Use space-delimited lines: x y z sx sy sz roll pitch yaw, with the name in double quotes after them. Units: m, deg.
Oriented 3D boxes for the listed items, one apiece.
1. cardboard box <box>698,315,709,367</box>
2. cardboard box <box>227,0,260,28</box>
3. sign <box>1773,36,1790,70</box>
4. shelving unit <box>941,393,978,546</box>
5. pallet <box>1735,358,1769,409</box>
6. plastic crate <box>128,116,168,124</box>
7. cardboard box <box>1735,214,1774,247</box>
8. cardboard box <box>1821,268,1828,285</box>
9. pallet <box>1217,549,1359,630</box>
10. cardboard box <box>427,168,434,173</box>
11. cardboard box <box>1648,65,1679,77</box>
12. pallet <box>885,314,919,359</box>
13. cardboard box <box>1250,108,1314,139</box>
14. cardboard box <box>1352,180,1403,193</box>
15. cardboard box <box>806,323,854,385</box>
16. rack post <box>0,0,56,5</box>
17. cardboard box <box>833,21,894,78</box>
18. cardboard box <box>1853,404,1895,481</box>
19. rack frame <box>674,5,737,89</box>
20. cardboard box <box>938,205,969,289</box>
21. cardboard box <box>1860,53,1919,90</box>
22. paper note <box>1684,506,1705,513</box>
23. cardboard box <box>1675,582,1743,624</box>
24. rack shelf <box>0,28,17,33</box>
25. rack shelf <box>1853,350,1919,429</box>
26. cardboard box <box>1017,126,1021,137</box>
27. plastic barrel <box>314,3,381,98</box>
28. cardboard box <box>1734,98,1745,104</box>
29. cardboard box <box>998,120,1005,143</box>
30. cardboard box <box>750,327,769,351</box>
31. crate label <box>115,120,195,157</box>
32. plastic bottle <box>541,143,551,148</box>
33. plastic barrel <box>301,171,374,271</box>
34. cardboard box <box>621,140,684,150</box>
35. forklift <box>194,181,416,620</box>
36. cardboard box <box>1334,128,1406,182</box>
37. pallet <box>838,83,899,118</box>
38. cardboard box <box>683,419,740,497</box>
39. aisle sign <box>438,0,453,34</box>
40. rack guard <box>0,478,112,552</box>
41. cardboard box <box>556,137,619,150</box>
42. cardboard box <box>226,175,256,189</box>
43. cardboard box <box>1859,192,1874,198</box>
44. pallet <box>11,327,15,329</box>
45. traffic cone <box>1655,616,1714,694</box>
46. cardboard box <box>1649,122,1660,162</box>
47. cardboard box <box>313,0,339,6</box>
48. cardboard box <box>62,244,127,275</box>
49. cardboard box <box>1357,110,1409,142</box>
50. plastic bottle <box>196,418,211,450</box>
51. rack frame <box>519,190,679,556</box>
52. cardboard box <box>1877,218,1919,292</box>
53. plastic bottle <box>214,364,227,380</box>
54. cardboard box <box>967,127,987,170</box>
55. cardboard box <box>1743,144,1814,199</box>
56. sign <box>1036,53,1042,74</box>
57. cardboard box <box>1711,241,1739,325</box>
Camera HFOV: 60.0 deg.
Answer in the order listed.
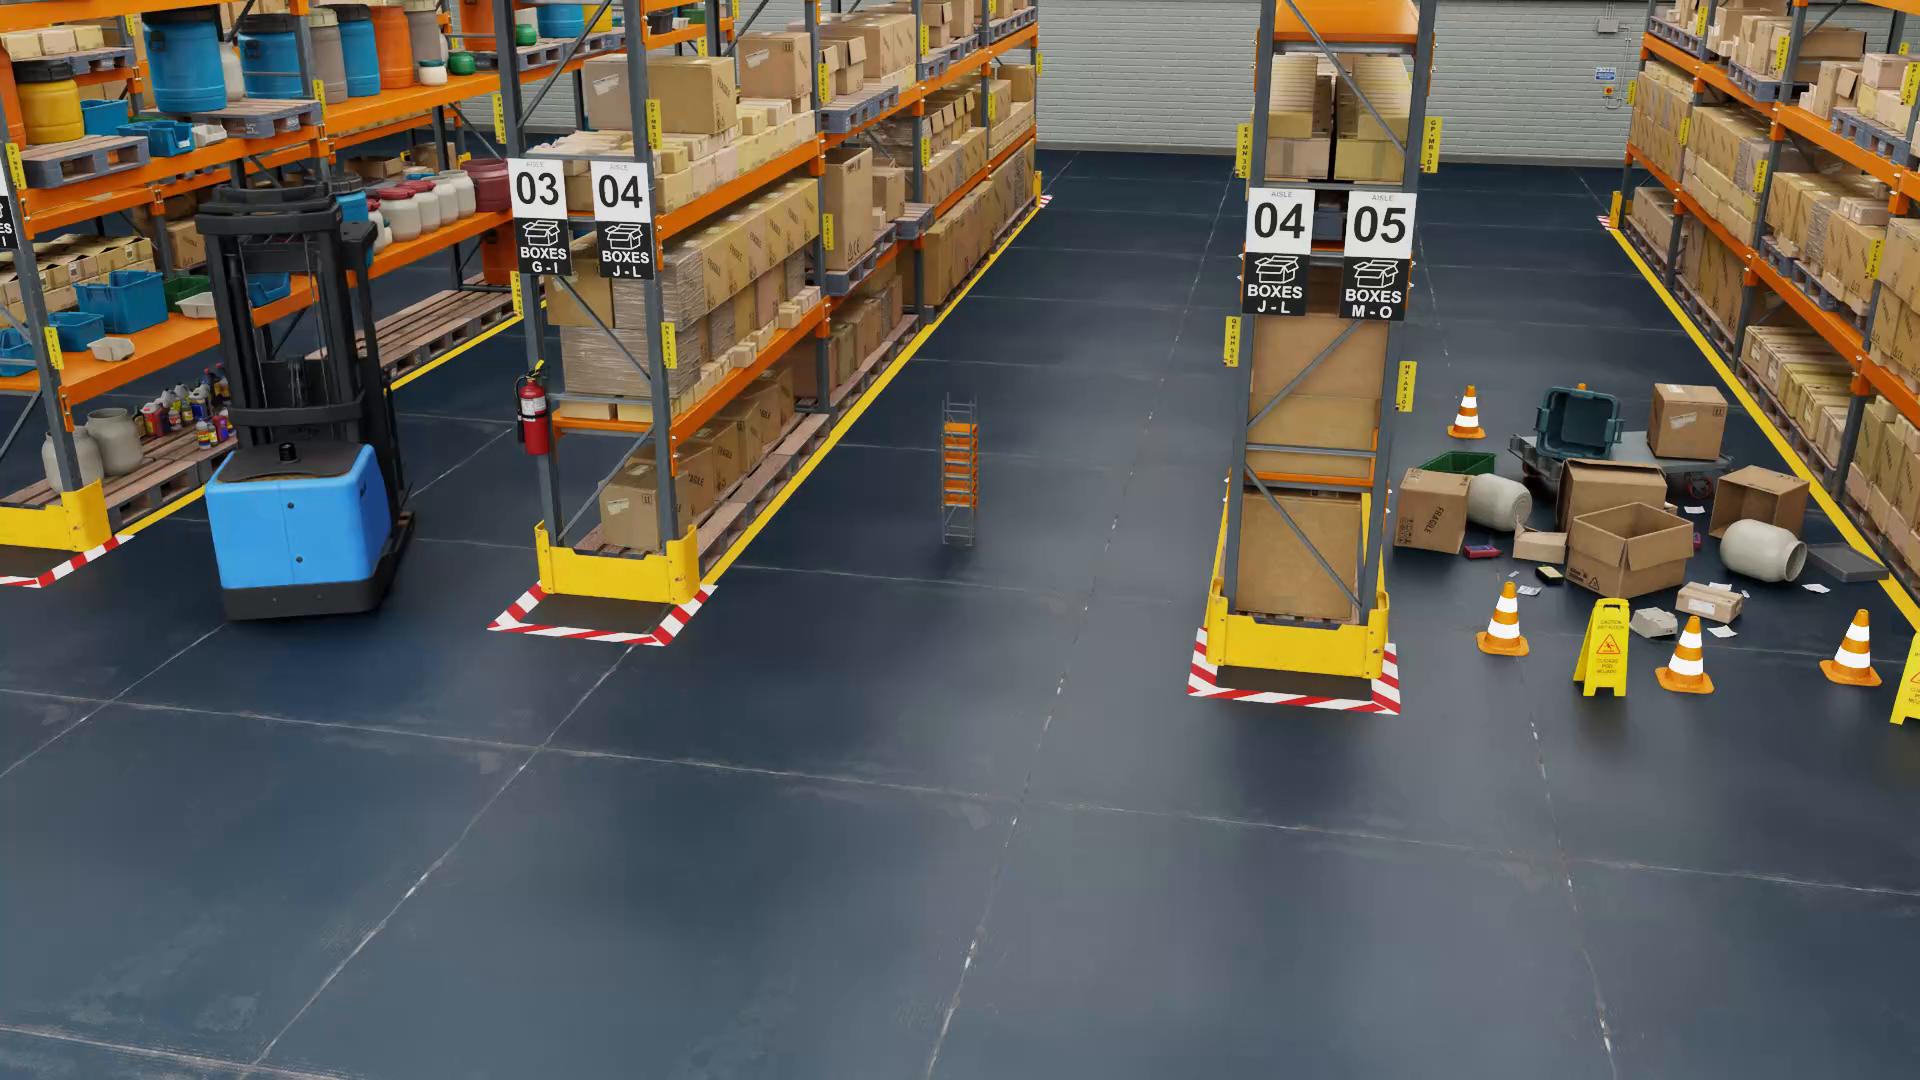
-2.434 -1.567 12.728 0.875 0.500 0.500 4 22 11 "cardboard box"
-10.095 -7.391 22.876 0.600 0.600 0.600 4 22 10 "cardboard box"
8.234 -4.876 16.661 0.100 0.325 0.005 4 22 11 "sign"
-0.003 -0.551 13.147 0.258 1.200 0.189 4 22 11 "shelving unit"
8.615 -1.583 17.032 1.003 0.211 1.213 4 22 11 "pallet"
-7.179 -3.569 14.500 0.336 0.188 0.450 4 22 11 "plastic crate"
8.625 -3.297 17.757 0.500 0.250 0.500 4 22 9 "cardboard box"
8.017 -2.359 15.000 0.380 0.149 0.250 4 22 11 "cardboard box"
2.364 0.418 12.063 1.003 0.211 1.213 4 22 11 "pallet"
-9.031 -6.131 27.795 0.380 0.166 0.250 4 22 11 "cardboard box"
9.916 -6.603 23.423 0.380 0.149 0.250 5 23 13 "cardboard box"
-1.086 -2.339 18.908 1.003 0.211 1.213 4 22 11 "pallet"
2.014 -2.612 10.412 0.380 0.149 0.250 5 22 11 "cardboard box"
2.661 -2.194 10.441 0.380 0.149 0.250 5 22 11 "cardboard box"
-1.480 -1.895 16.832 0.700 0.500 0.500 4 22 11 "cardboard box"
-7.128 -4.187 12.404 0.937 0.300 0.954 7 23 17 "rack post"
-0.988 -5.026 17.029 0.500 0.500 0.500 5 22 12 "cardboard box"
7.575 -0.771 13.399 0.500 0.500 0.500 6 23 13 "cardboard box"
-4.142 -7.221 27.299 1.000 3.000 0.127 4 22 11 "rack frame"
-0.575 -3.703 20.846 1.225 0.875 0.875 5 22 11 "cardboard box"
8.140 -4.044 14.365 0.500 0.250 0.500 5 22 12 "cardboard box"
6.181 -0.258 13.985 0.148 0.019 0.142 4 22 11 "paper note"
5.433 0.453 12.061 0.380 0.149 0.250 18 28 38 "cardboard box"
-15.065 -6.840 23.299 1.077 0.370 4.000 4 22 11 "rack shelf"
7.552 -0.634 11.907 1.077 0.370 4.000 4 22 11 "rack shelf"
0.697 -6.103 24.859 0.380 0.149 0.250 5 22 11 "cardboard box"
-6.432 -5.137 17.438 0.600 0.901 0.708 4 22 11 "plastic barrel"
9.911 -5.532 20.764 0.380 0.149 0.250 4 22 10 "cardboard box"
0.349 -5.782 23.529 0.500 0.250 0.500 4 22 11 "cardboard box"
-1.818 -1.690 13.901 0.380 0.149 0.250 4 22 11 "cardboard box"
-6.701 -3.351 13.874 0.502 0.251 0.408 4 22 11 "crate label"
-5.614 -5.222 22.500 0.152 0.276 0.135 4 22 11 "plastic bottle"
-6.215 -3.183 16.601 0.600 0.901 0.708 4 22 11 "plastic barrel"
-2.197 -2.771 11.901 0.380 0.149 0.250 4 22 10 "cardboard box"
-4.953 -1.309 12.711 1.130 2.935 3.031 -4 22 -9 "forklift"
2.627 -2.435 10.506 0.500 0.250 0.500 4 22 11 "cardboard box"
-1.303 -4.356 16.422 1.213 0.211 1.003 4 22 11 "pallet"
-2.179 -0.703 13.898 0.500 0.500 0.500 7 23 16 "cardboard box"
-8.676 -8.808 27.758 0.394 0.787 0.004 4 22 11 "aisle sign"
-7.437 -0.241 13.314 1.175 0.500 0.348 4 22 11 "rack guard"
-2.690 -2.819 12.020 0.380 0.149 0.250 3 22 9 "cardboard box"
-10.348 -5.006 23.551 0.500 0.250 0.500 5 22 11 "cardboard box"
8.759 -2.979 15.672 0.500 0.500 0.500 3 22 7 "cardboard box"
-11.327 -2.190 18.540 1.003 0.211 1.213 4 22 11 "pallet"
4.812 0.724 10.966 0.336 0.463 0.334 4 22 11 "traffic cone"
9.746 -5.425 22.704 0.500 0.500 0.500 5 23 13 "cardboard box"
-9.464 -7.850 24.376 0.500 0.250 0.500 4 22 11 "cardboard box"
-10.588 -3.453 20.310 0.500 0.311 0.500 4 22 10 "cardboard box"
2.657 -2.561 10.284 0.380 0.149 0.250 5 22 12 "cardboard box"
-6.732 -0.947 14.784 0.097 0.271 0.097 0 22 0 "plastic bottle"
-2.558 -0.992 11.832 1.000 3.000 0.127 4 22 11 "rack frame"
7.658 -2.203 12.969 0.700 0.500 0.500 4 22 10 "cardboard box"
-7.161 -1.544 16.160 0.144 0.351 0.185 5 22 12 "plastic bottle"
0.063 -5.235 22.234 0.500 0.500 0.500 5 22 11 "cardboard box"
8.625 -3.881 17.534 0.500 0.500 0.500 4 22 9 "cardboard box"
1.235 -7.444 25.985 0.100 0.325 0.005 4 22 11 "sign"
9.184 -2.944 18.960 0.875 0.875 0.875 5 22 12 "cardboard box"
